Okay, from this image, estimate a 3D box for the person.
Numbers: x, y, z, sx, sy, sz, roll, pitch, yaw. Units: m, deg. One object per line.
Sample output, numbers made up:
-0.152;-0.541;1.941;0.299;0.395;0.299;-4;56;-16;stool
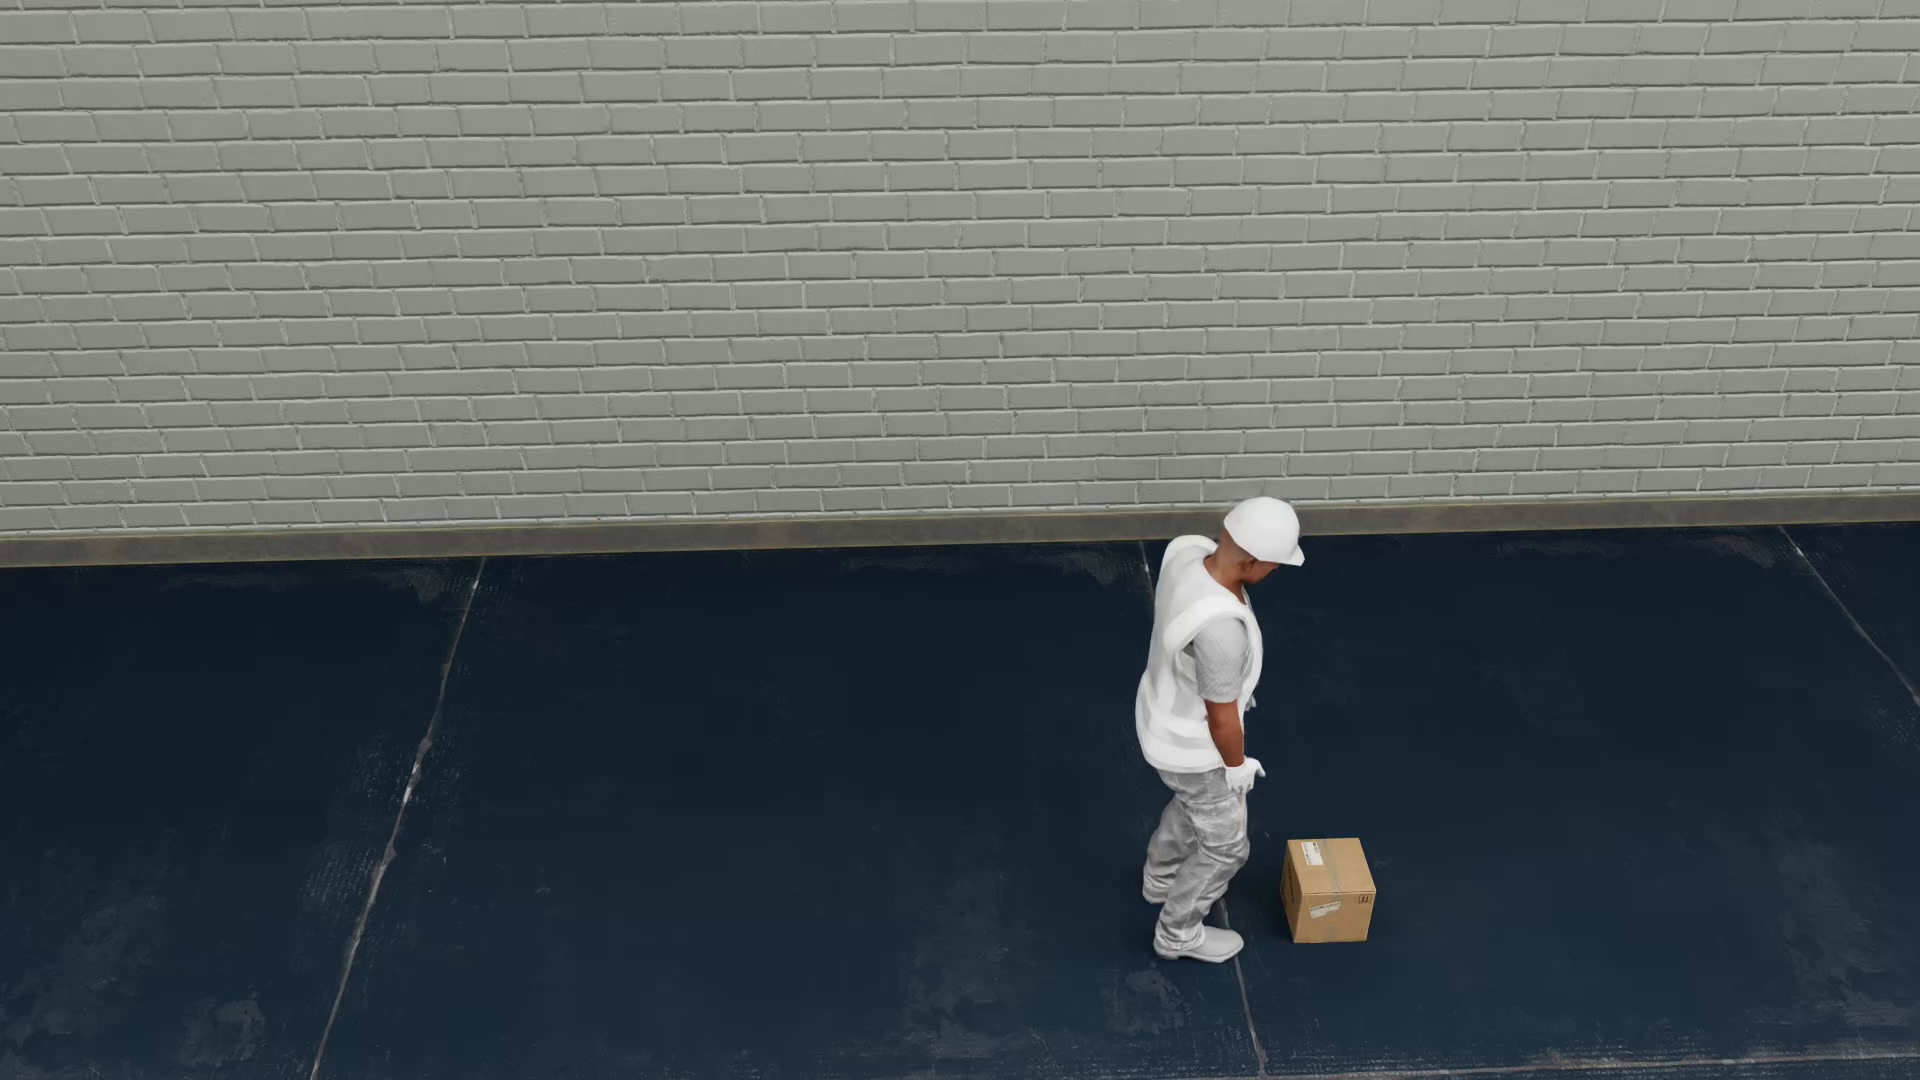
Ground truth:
0.793;0.597;5.320;0.458;1.732;0.573;-1;35;-1;person
